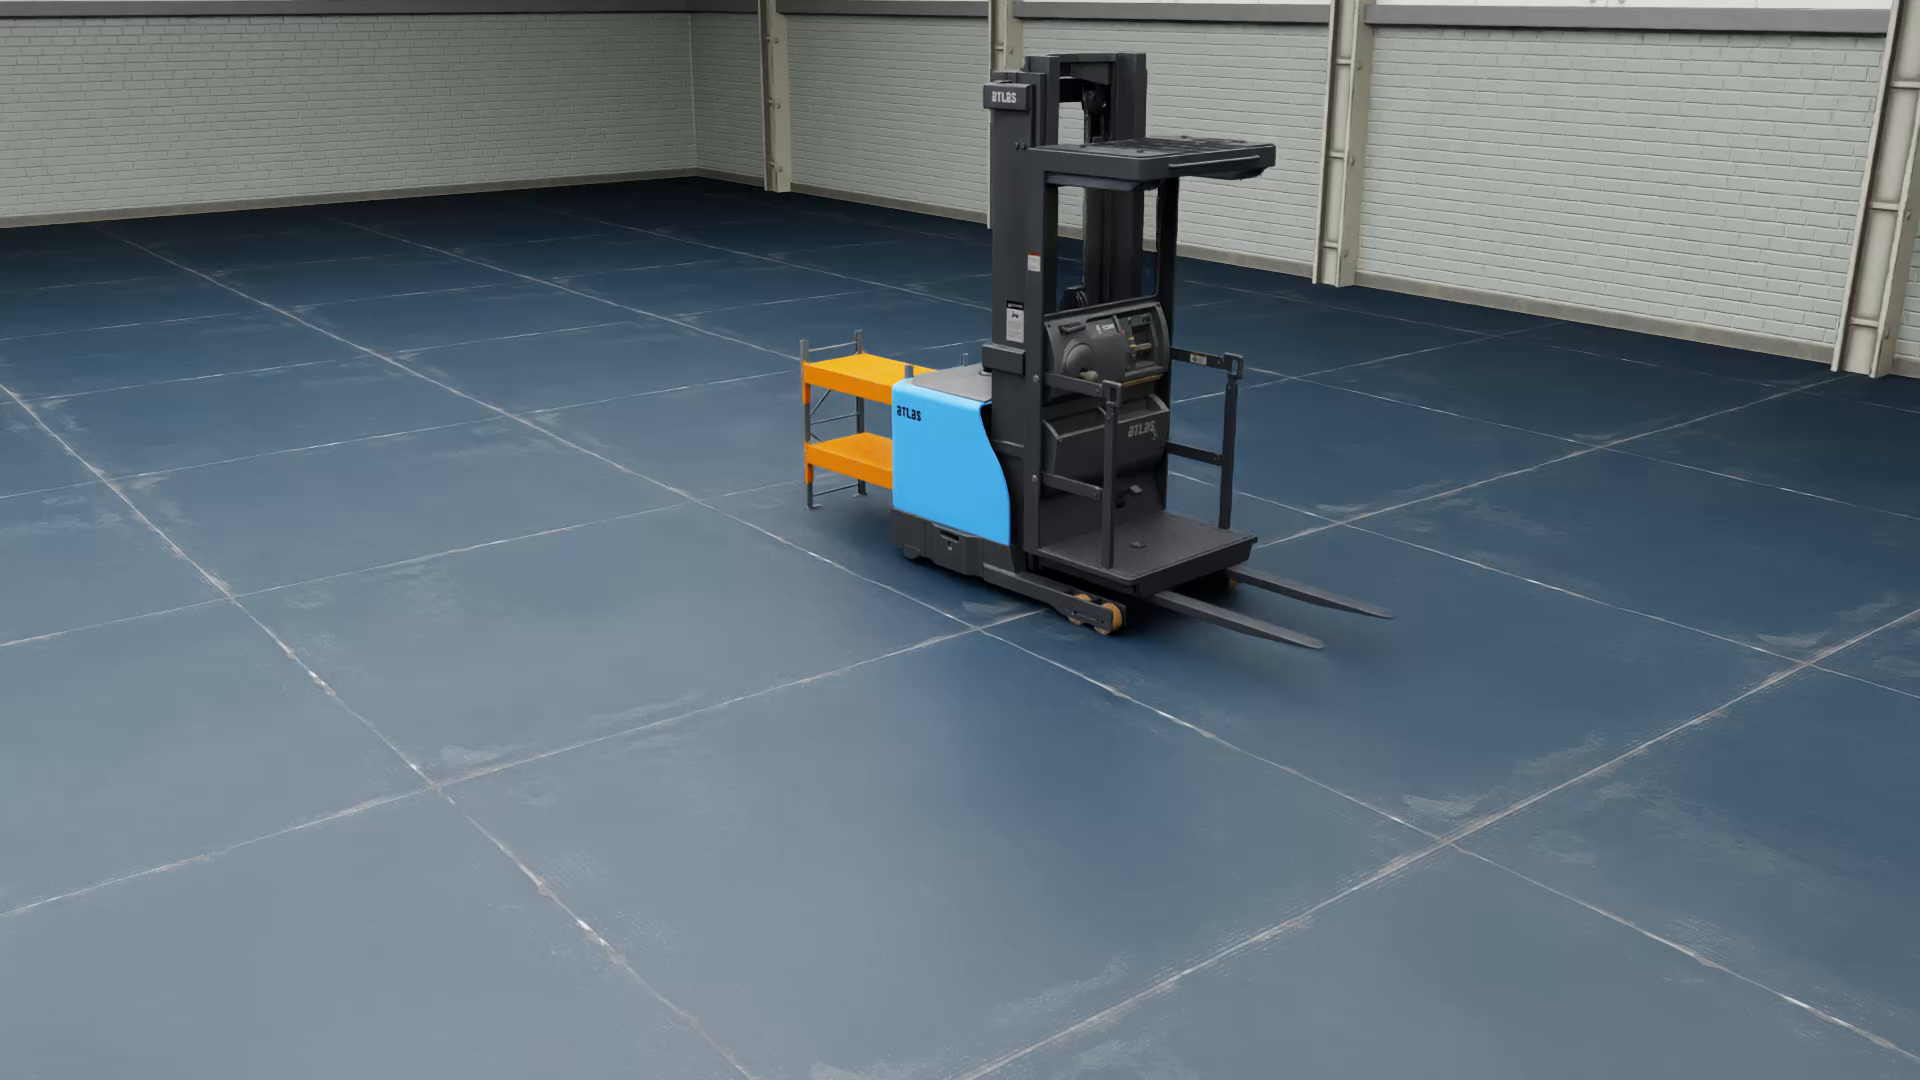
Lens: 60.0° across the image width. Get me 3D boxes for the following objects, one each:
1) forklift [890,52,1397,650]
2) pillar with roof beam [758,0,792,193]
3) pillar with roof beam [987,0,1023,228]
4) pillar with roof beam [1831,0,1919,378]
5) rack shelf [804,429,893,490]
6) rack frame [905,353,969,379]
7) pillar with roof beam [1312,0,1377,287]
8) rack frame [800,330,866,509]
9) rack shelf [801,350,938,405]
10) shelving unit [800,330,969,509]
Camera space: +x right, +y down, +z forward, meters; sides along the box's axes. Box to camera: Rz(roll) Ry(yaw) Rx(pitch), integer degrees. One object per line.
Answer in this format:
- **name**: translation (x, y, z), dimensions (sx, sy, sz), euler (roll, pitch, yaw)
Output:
- **forklift**: translation (0.955, -1.071, 8.933), dimensions (1.130, 2.935, 3.031), euler (-16, 24, -40)
- **pillar with roof beam**: translation (-6.469, -9.377, 24.364), dimensions (9.100, 9.000, 0.400), euler (-14, 23, -36)
- **pillar with roof beam**: translation (-2.743, -7.898, 19.899), dimensions (9.100, 9.000, 0.400), euler (-14, 23, -36)
- **pillar with roof beam**: translation (4.707, -4.941, 10.969), dimensions (9.100, 9.000, 0.400), euler (-14, 23, -36)
- **rack shelf**: translation (-0.485, -0.447, 10.701), dimensions (0.538, 0.278, 1.000), euler (-16, 24, -40)
- **rack frame**: translation (-0.138, -0.563, 10.272), dimensions (0.500, 1.125, 0.032), euler (-16, 24, -40)
- **pillar with roof beam**: translation (0.982, -6.420, 15.434), dimensions (9.100, 9.000, 0.400), euler (-14, 23, -36)
- **rack frame**: translation (-0.833, -0.796, 10.977), dimensions (0.500, 1.125, 0.032), euler (-16, 24, -40)
- **rack shelf**: translation (-0.485, -0.957, 10.532), dimensions (0.538, 0.278, 1.000), euler (-16, 24, -40)
- **shelving unit**: translation (-0.485, -0.679, 10.624), dimensions (0.538, 1.125, 1.048), euler (-16, 24, -40)
